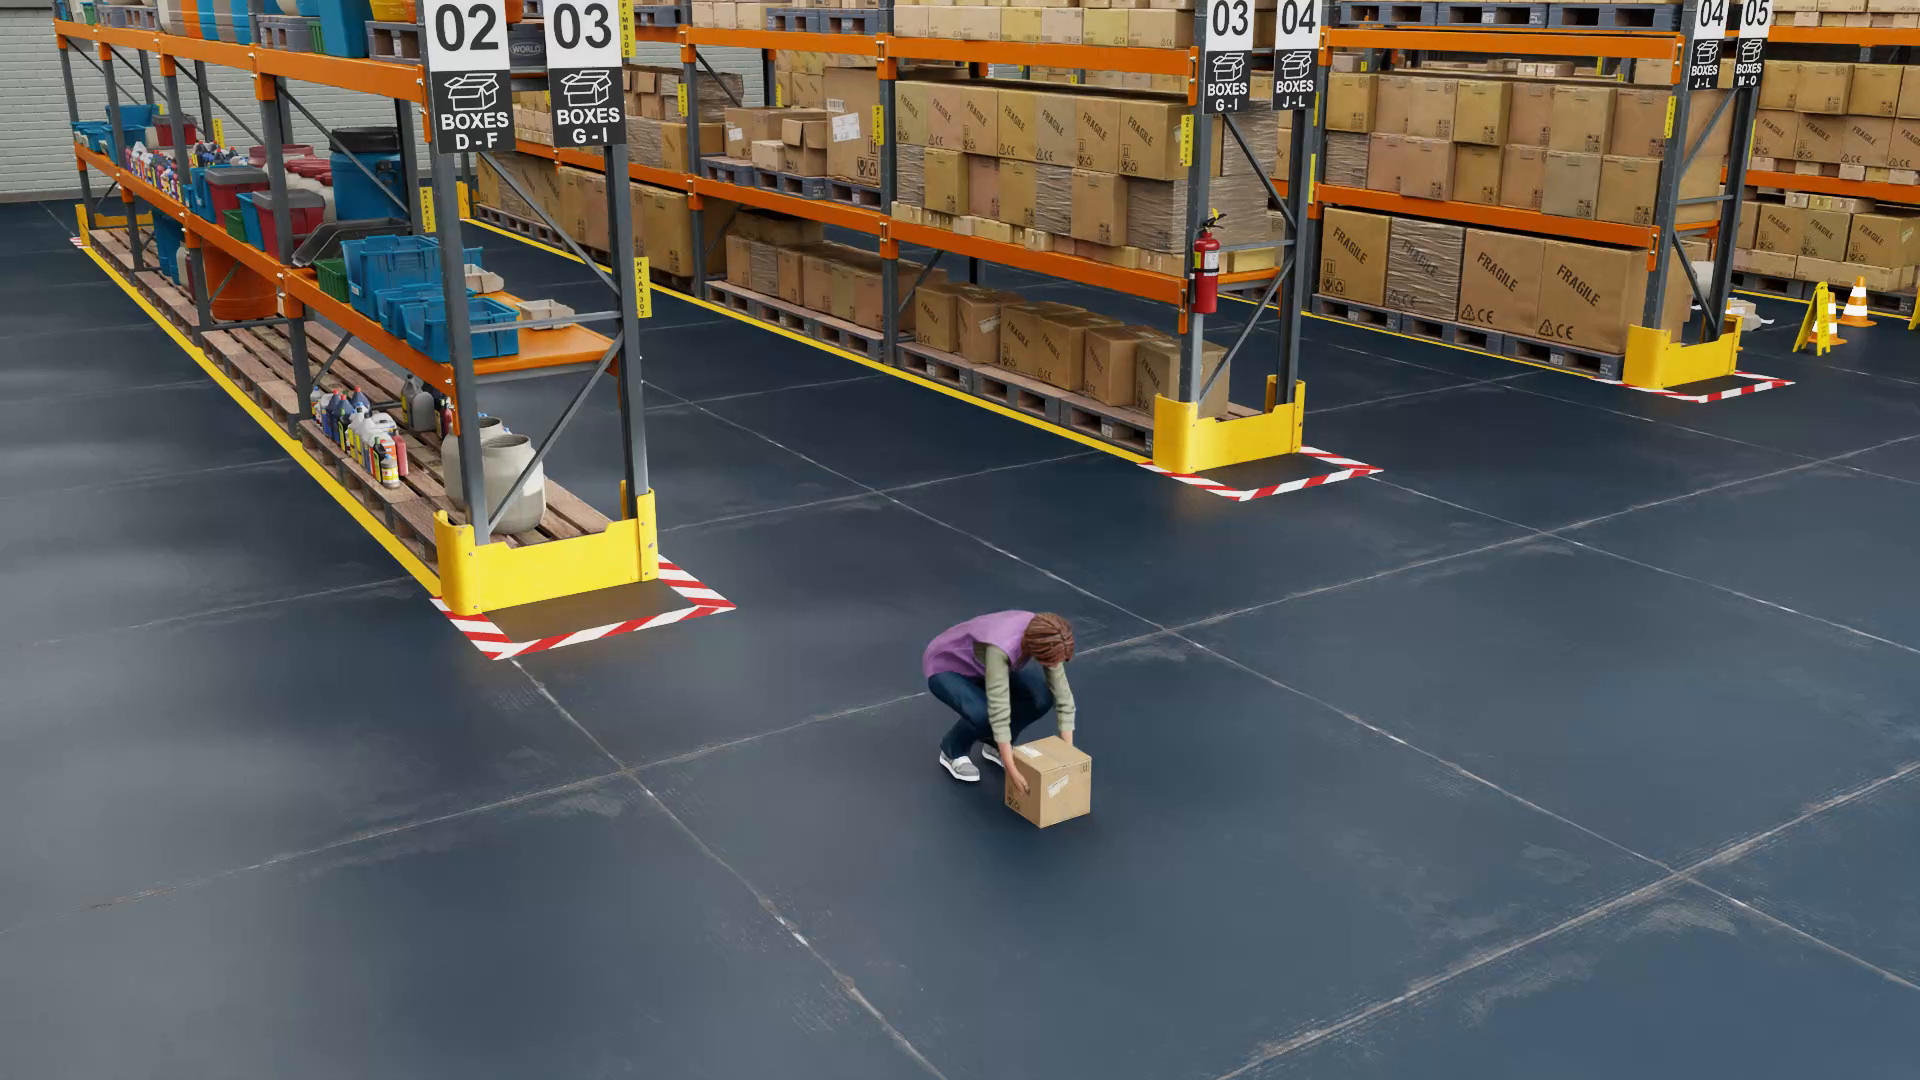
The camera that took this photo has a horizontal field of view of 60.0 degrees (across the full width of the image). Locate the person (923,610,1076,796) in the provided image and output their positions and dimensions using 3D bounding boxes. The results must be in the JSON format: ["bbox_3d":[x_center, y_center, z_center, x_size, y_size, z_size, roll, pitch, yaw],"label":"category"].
[{"bbox_3d":[0.168,0.620,6.956,0.441,0.814,0.806,-12,22,-31],"label":"person"}]
